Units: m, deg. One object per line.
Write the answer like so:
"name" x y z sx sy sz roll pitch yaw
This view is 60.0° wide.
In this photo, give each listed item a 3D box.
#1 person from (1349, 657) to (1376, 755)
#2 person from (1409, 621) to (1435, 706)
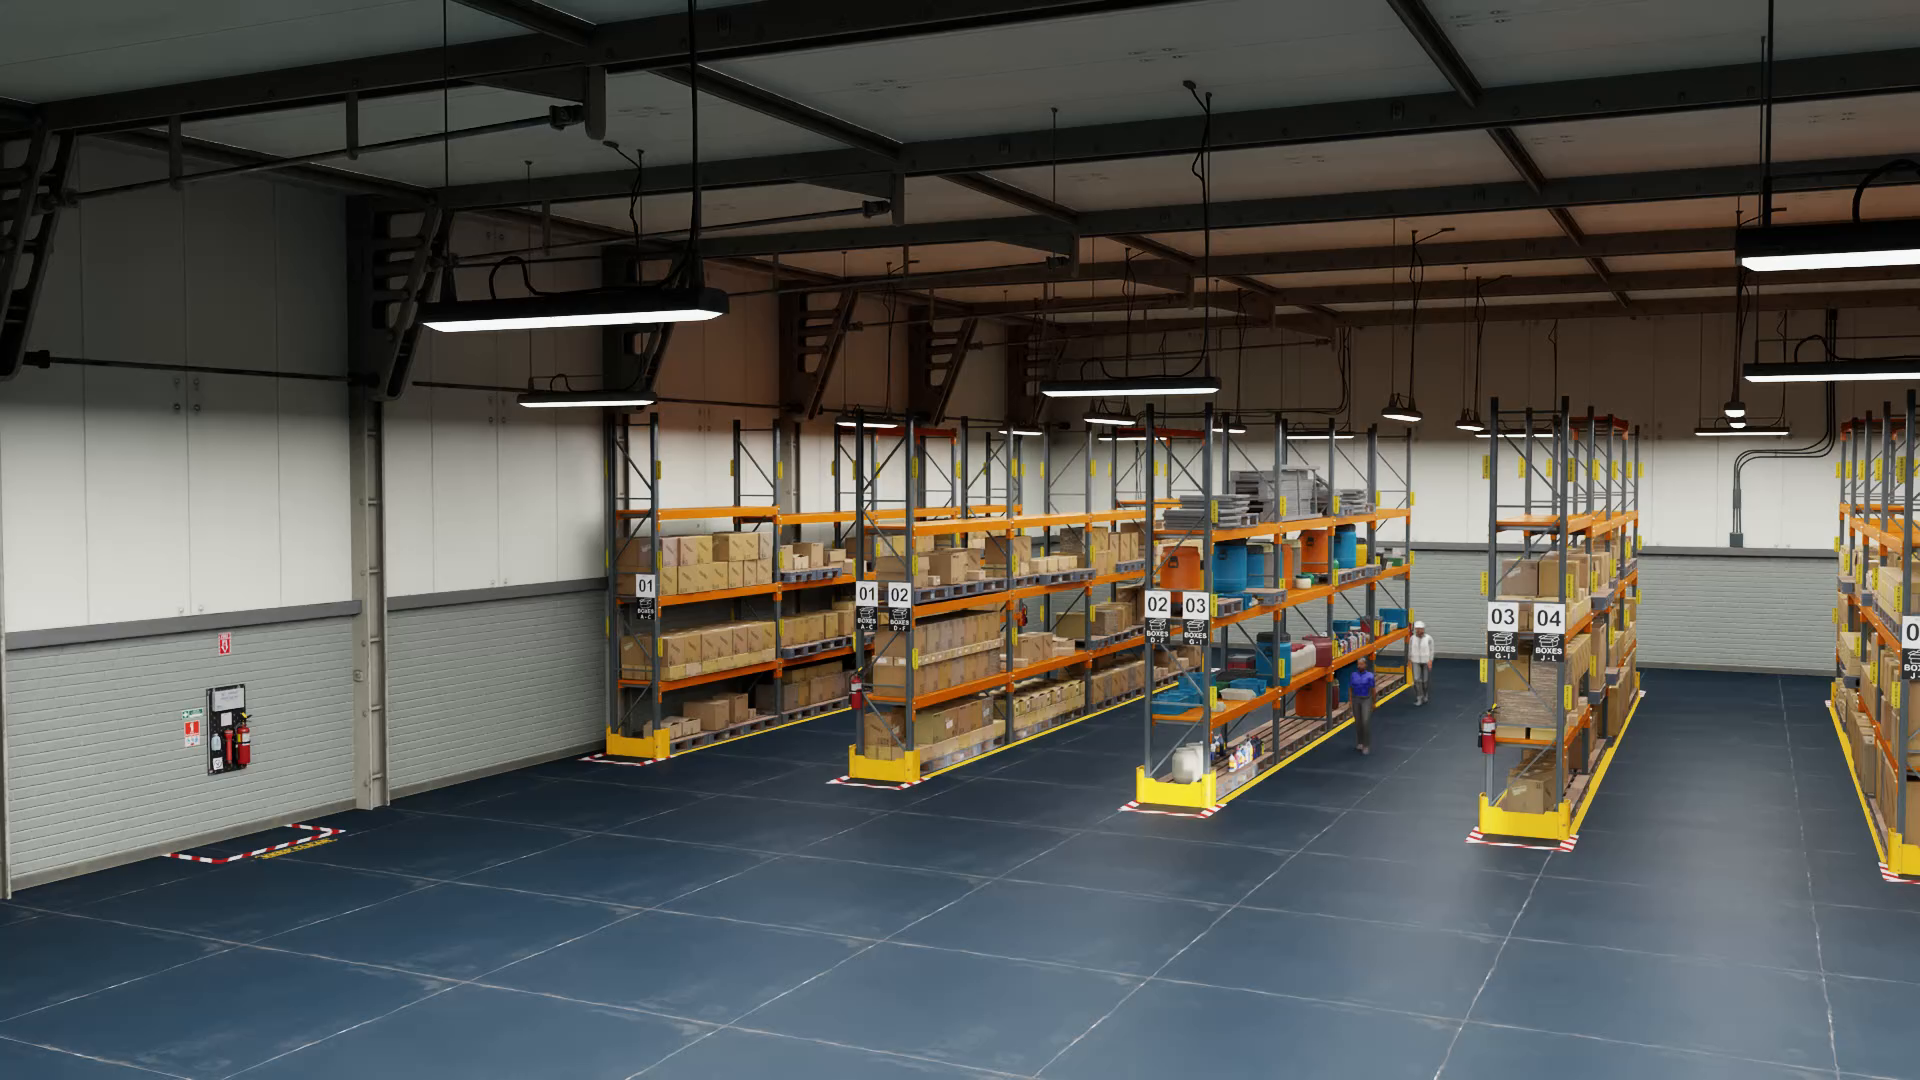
"person" 7.141 2.942 29.575 0.486 1.692 0.608 2 3 38
"person" 9.893 2.649 35.639 0.565 1.822 0.666 1 3 21
